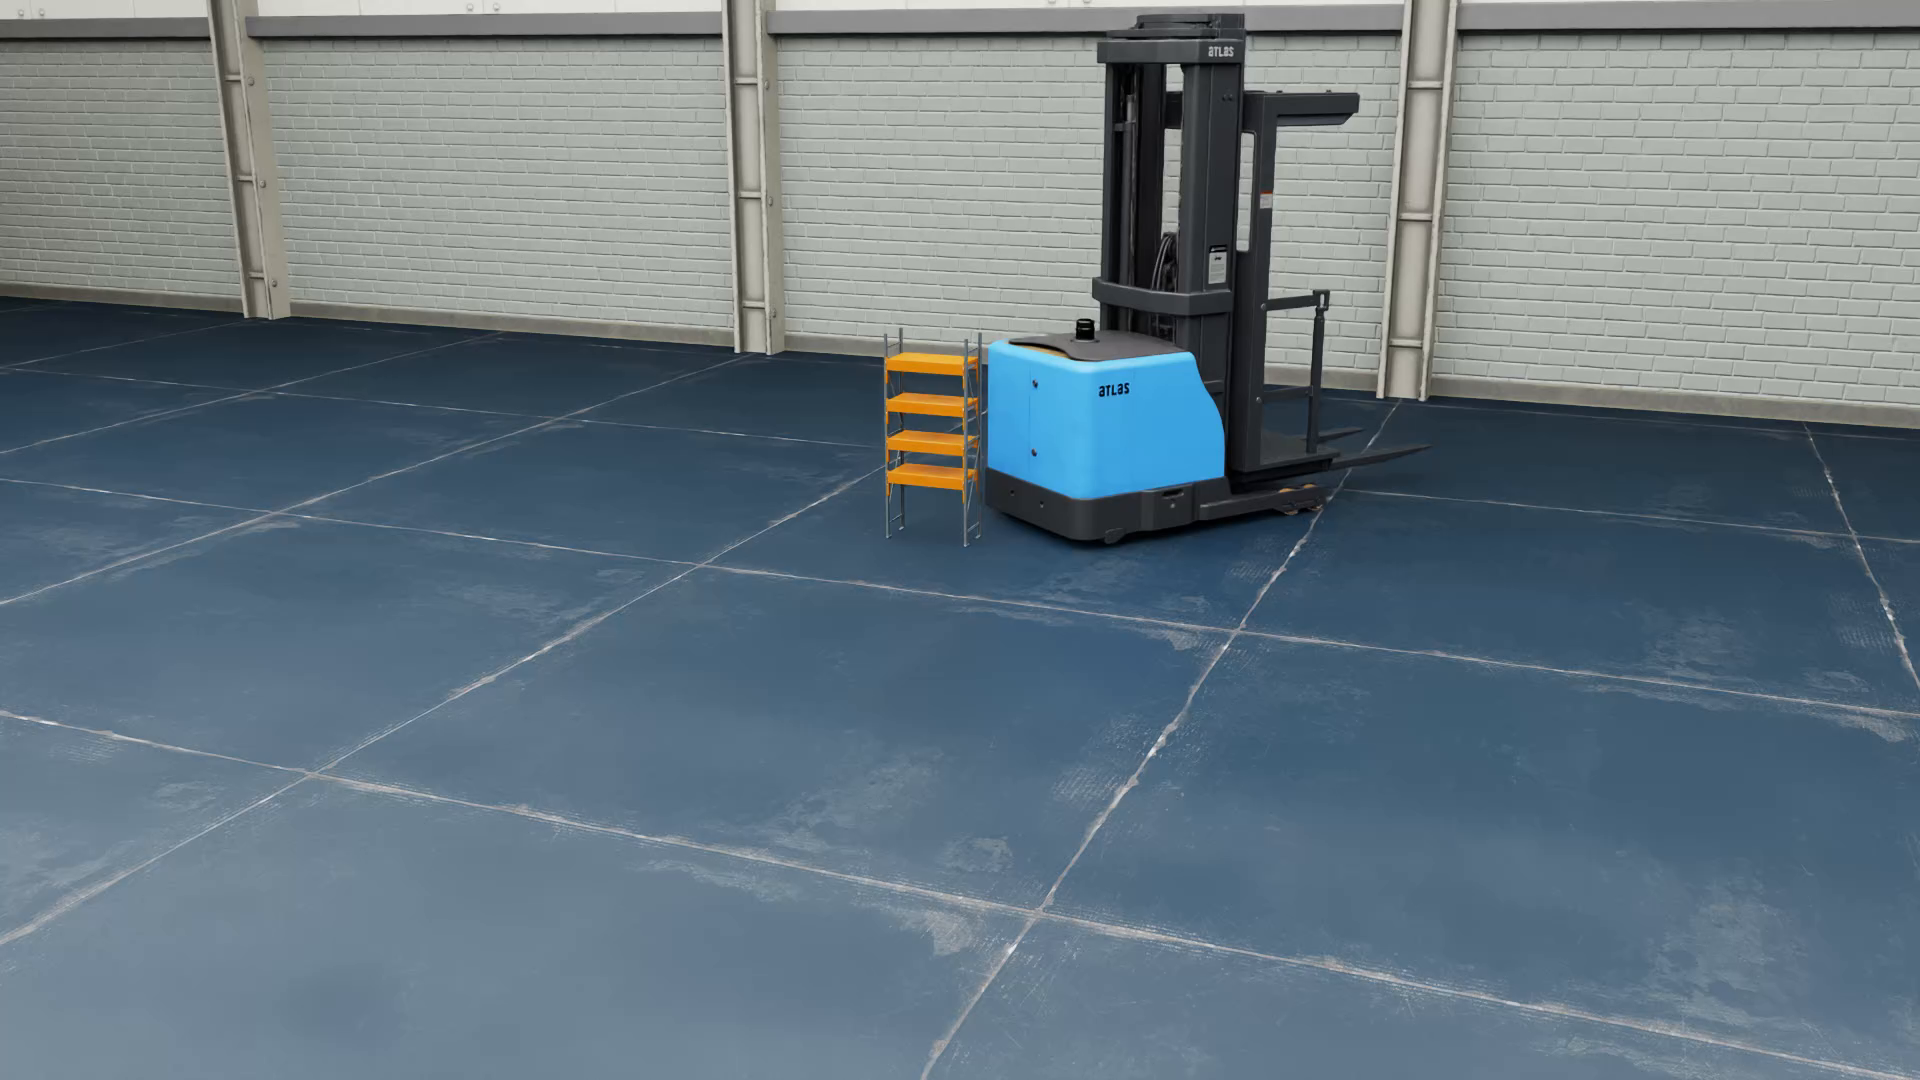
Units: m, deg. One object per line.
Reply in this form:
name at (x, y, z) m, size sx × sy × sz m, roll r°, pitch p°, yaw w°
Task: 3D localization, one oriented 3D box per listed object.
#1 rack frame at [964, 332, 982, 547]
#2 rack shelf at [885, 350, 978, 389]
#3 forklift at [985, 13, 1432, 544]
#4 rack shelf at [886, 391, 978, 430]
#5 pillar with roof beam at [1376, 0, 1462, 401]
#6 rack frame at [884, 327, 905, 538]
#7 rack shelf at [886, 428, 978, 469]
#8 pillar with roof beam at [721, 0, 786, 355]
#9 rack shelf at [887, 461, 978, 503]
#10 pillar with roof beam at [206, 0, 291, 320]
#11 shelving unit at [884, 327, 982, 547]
rack frame at (0.073, -0.568, 9.479) m, size 0.015 × 1.200 × 0.240 m, roll 6°, pitch 17°, yaw 21°
rack shelf at (-0.154, -0.971, 9.455) m, size 0.480 × 0.148 × 0.258 m, roll 6°, pitch 17°, yaw 21°
forklift at (1.672, -1.672, 10.176) m, size 3.031 × 2.935 × 1.130 m, roll -10°, pitch 19°, yaw -31°
rack shelf at (-0.154, -0.743, 9.521) m, size 0.480 × 0.148 × 0.258 m, roll 6°, pitch 17°, yaw 21°
pillar with roof beam at (2.094, -4.398, 8.681) m, size 0.400 × 9.000 × 9.100 m, roll 6°, pitch 17°, yaw 21°
rack frame at (-0.381, -0.618, 9.651) m, size 0.015 × 1.200 × 0.240 m, roll 6°, pitch 17°, yaw 21°
rack shelf at (-0.154, -0.529, 9.583) m, size 0.480 × 0.148 × 0.258 m, roll 6°, pitch 17°, yaw 21°
pillar with roof beam at (-3.488, -5.012, 10.796) m, size 0.400 × 9.000 × 9.100 m, roll 6°, pitch 17°, yaw 21°
rack shelf at (-0.154, -0.338, 9.639) m, size 0.480 × 0.148 × 0.258 m, roll 6°, pitch 17°, yaw 21°
pillar with roof beam at (-9.069, -5.625, 12.910) m, size 0.400 × 9.000 × 9.100 m, roll 6°, pitch 17°, yaw 21°
shelving unit at (-0.154, -0.593, 9.565) m, size 0.503 × 1.200 × 0.258 m, roll 6°, pitch 17°, yaw 21°
